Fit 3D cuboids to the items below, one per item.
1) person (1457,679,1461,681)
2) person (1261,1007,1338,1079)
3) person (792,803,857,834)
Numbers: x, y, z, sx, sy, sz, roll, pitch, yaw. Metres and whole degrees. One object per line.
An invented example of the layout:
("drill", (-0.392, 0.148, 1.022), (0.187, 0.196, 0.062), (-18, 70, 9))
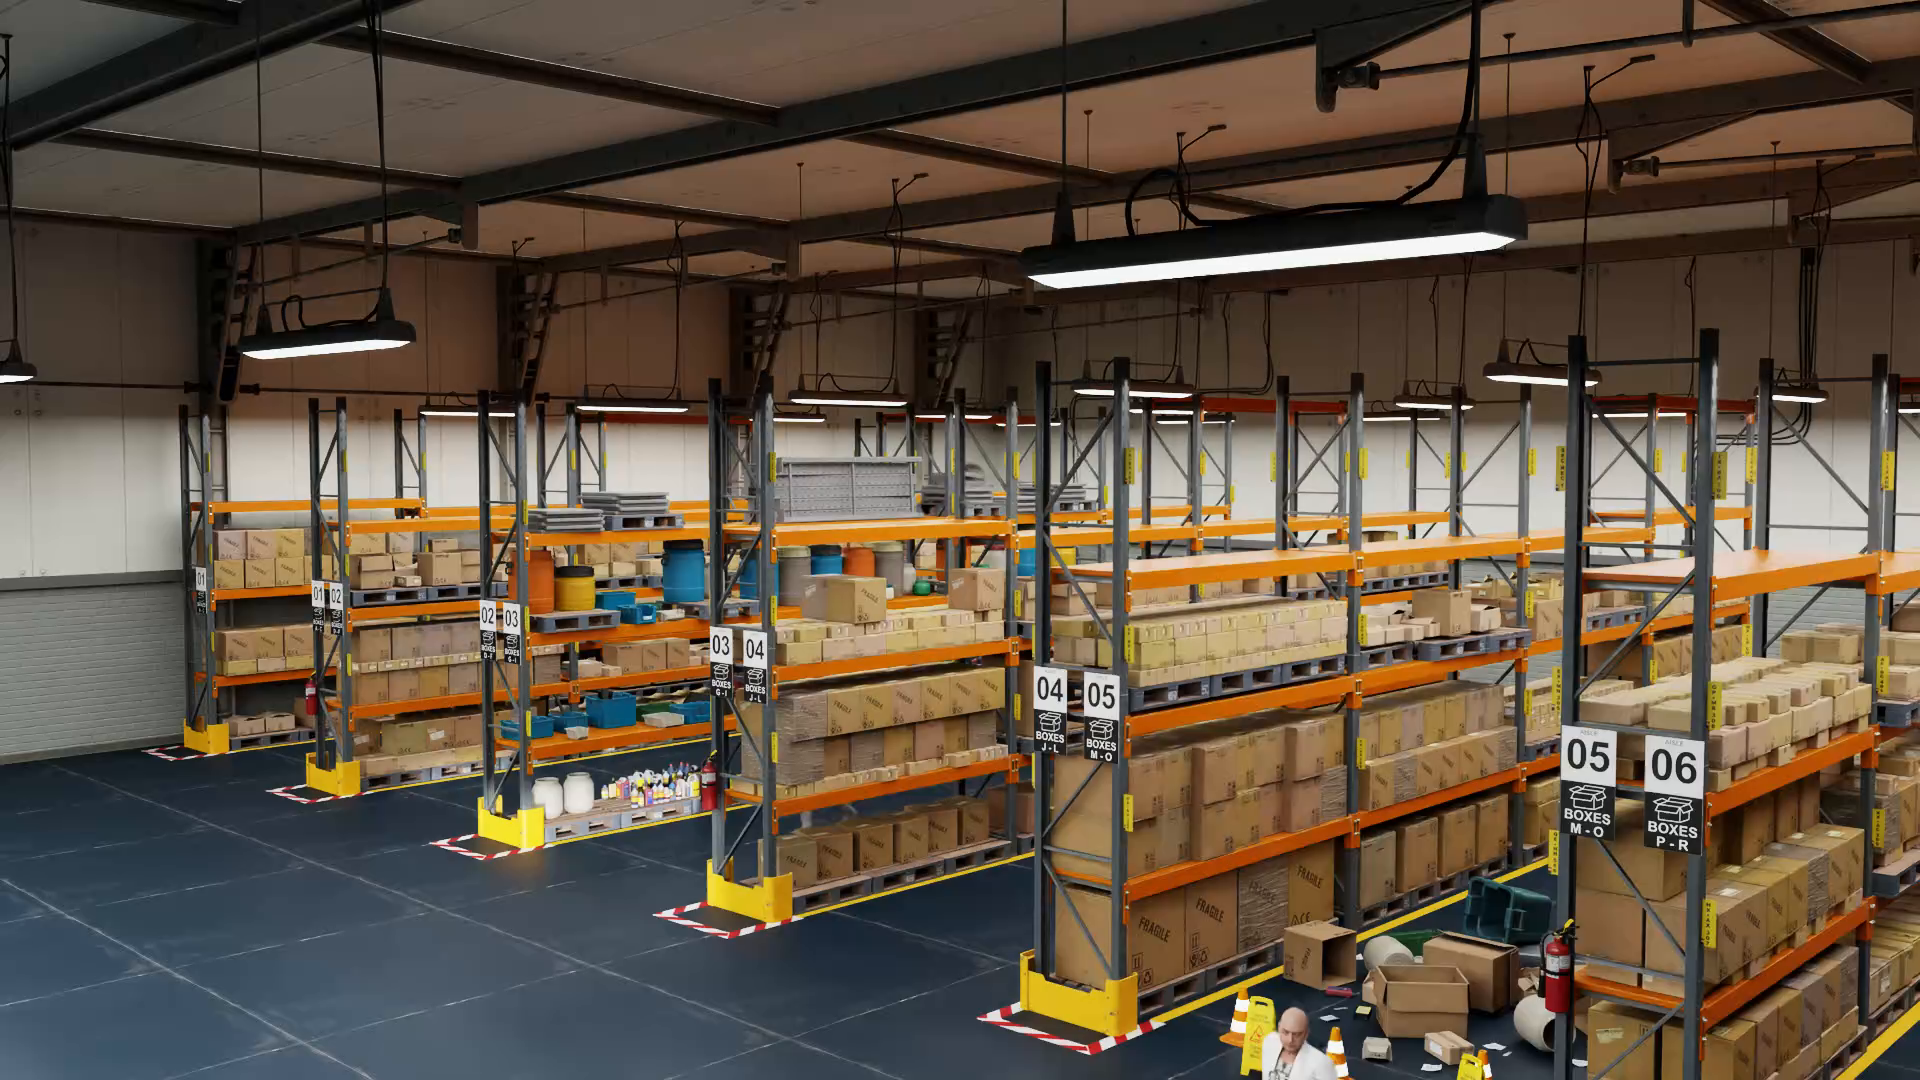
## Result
("person", (7.697, 2.966, 25.588), (0.616, 1.697, 0.719), (-2, 3, -28))
("person", (2.101, 3.743, 10.445), (0.689, 1.724, 0.743), (2, 4, 33))
("person", (-1.848, 3.222, 22.528), (1.020, 1.509, 0.574), (-2, 4, -33))
